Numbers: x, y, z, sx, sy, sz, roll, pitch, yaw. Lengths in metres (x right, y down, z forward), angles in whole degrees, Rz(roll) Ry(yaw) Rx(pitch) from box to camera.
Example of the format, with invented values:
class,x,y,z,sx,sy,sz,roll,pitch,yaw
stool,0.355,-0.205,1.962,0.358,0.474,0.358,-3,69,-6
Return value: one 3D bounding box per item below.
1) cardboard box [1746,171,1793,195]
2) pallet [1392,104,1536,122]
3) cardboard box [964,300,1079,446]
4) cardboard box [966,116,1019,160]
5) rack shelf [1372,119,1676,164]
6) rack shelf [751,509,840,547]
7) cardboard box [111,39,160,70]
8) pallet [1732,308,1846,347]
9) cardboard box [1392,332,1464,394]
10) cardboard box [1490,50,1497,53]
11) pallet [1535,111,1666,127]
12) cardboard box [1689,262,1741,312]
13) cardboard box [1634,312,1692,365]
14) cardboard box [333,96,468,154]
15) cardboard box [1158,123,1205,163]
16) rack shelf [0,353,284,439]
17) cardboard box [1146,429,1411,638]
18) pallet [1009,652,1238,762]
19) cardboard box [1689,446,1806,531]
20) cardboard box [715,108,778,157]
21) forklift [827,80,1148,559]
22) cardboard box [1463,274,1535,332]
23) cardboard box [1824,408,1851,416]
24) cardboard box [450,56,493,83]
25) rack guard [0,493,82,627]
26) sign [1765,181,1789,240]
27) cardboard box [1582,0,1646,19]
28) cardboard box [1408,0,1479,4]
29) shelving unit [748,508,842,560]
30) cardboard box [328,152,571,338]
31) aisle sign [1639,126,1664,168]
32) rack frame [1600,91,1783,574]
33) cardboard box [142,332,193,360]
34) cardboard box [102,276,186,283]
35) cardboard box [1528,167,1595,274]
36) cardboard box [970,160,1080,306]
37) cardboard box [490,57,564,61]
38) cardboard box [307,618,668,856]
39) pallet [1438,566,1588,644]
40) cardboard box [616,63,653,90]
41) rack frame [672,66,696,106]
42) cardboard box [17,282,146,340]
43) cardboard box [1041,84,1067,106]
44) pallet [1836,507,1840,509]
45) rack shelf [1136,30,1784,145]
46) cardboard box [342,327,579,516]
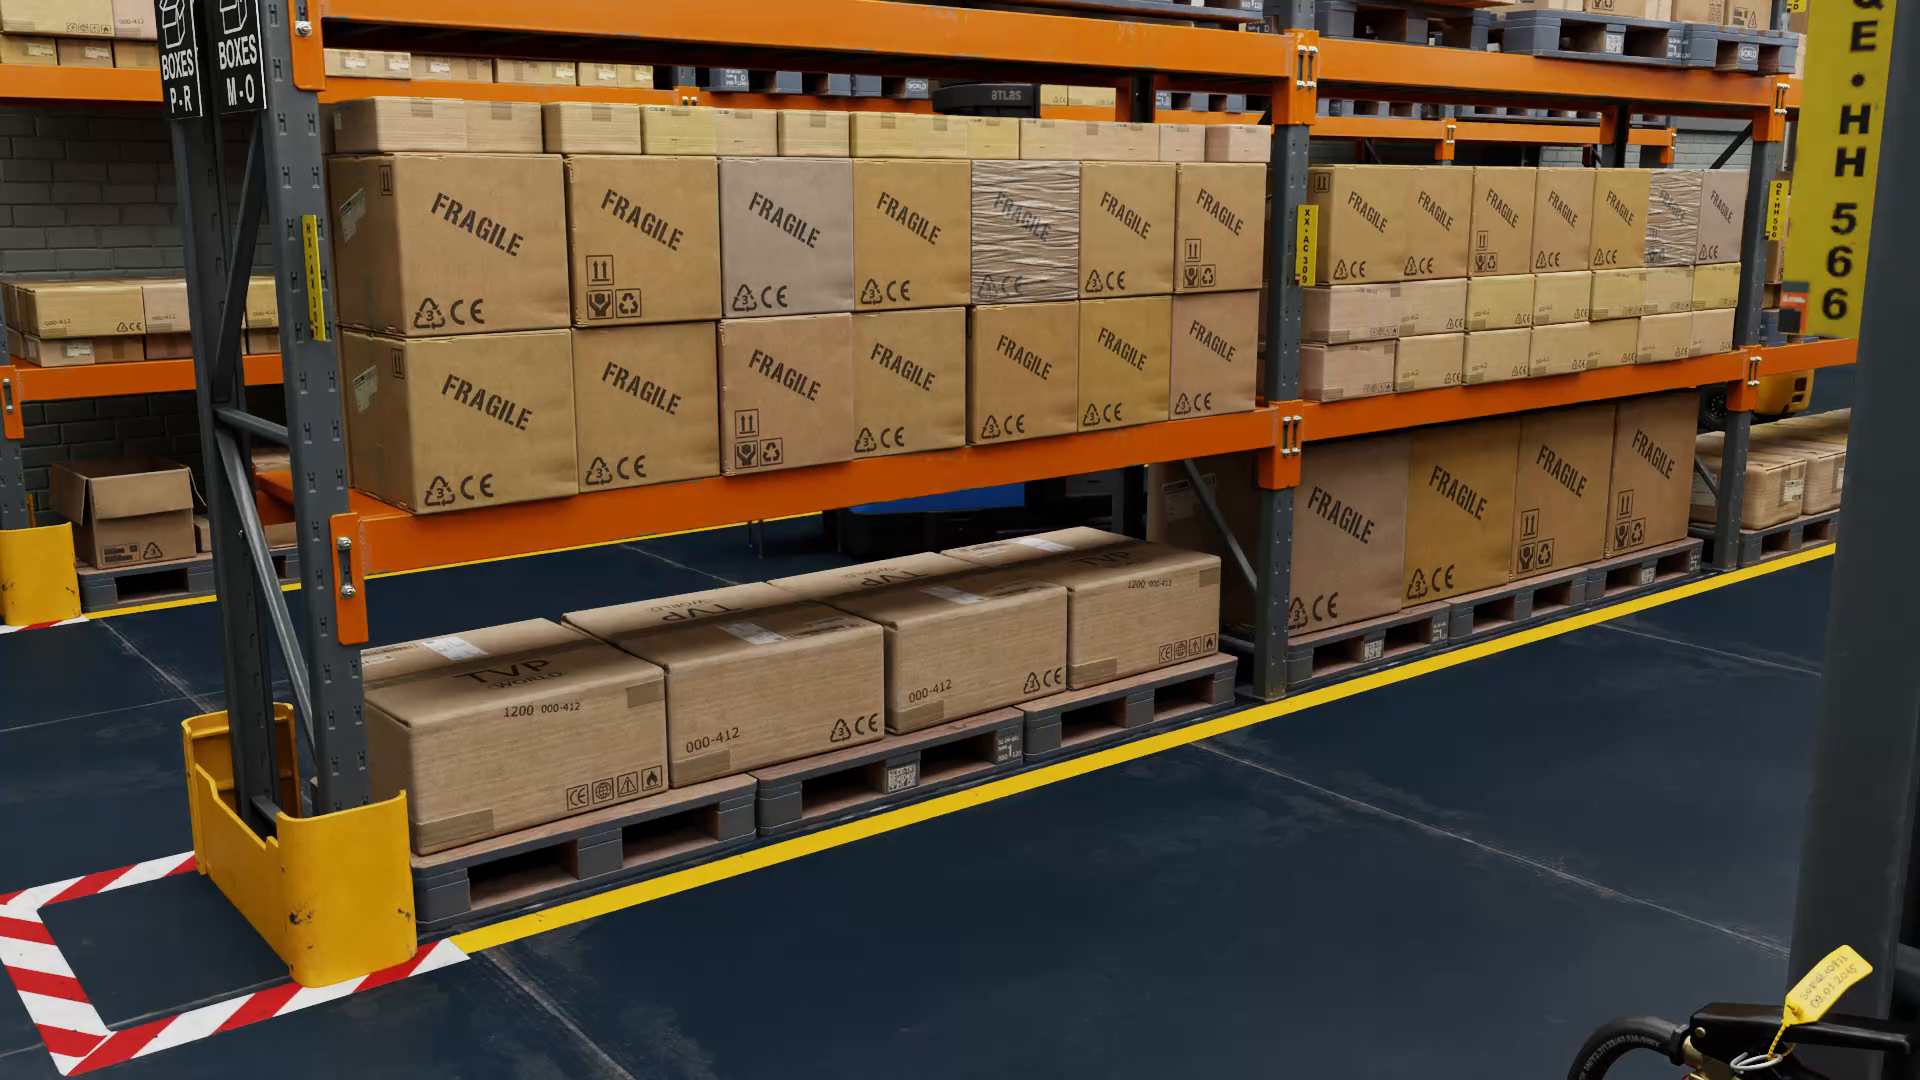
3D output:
class,x,y,z,sx,sy,sz,roll,pitch,yaw
cardboard box,5.301,-2.333,10.864,0.250,0.149,0.380,-10,16,-40
pallet,4.869,-4.220,16.273,1.213,0.211,1.003,-9,15,-38
cardboard box,0.092,-0.651,6.231,0.500,0.500,0.500,-10,15,-38
cardboard box,-0.003,-1.447,6.011,0.250,0.149,0.380,-10,15,-39
rack shelf,5.781,-4.056,17.020,4.000,0.370,1.077,-9,15,-38
rack shelf,-1.033,-0.269,10.254,0.480,0.518,0.431,-5,13,-17
cardboard box,-4.358,-2.541,8.757,0.250,0.149,0.380,-9,15,-37
pallet,4.689,-1.374,10.338,1.003,0.211,1.213,-9,15,-38
cardboard box,1.988,-0.847,7.757,0.500,0.250,0.500,-10,16,-39
cardboard box,5.806,-4.689,16.768,0.637,0.503,0.797,-9,15,-36
pallet,6.774,-4.537,17.764,1.213,0.211,1.003,-9,15,-38
cardboard box,3.980,-1.425,9.275,0.500,0.250,0.500,-10,15,-38
cardboard box,3.578,-1.108,8.985,0.500,0.250,0.500,-9,15,-37
cardboard box,-1.597,-1.176,4.736,0.250,0.149,0.380,-9,15,-36
cardboard box,0.761,-1.586,6.665,0.250,0.149,0.380,-9,15,-36
rack shelf,-3.589,-1.032,9.998,4.000,0.370,1.077,-9,15,-38
cardboard box,1.510,-0.098,7.974,0.875,0.875,0.875,-9,15,-36
pallet,0.433,0.611,7.241,1.213,0.211,1.003,-9,15,-38
cardboard box,4.647,-0.349,10.368,0.625,0.372,0.950,-11,16,-41
cardboard box,-0.796,-1.316,5.397,0.250,0.149,0.380,-9,15,-37
forklift,0.691,-1.466,10.477,3.031,2.935,1.130,-3,12,-15
cardboard box,2.396,-1.155,8.002,0.500,0.250,0.500,-9,15,-37
cardboard box,6.915,-0.728,12.152,0.625,0.372,0.950,-9,15,-37
cardboard box,-2.954,-2.767,9.823,0.250,0.149,0.380,-9,15,-36
rack guard,-5.092,0.089,9.007,0.348,0.500,1.175,-9,15,-38
sign,4.549,-1.834,9.259,0.005,0.325,0.100,-9,15,-38
cardboard box,3.004,-2.804,8.137,0.500,0.500,0.500,-9,15,-37
cardboard box,1.945,-2.628,7.308,0.500,0.500,0.500,-10,15,-39
shelving unit,-1.047,-0.967,10.101,0.503,2.100,0.431,-5,13,-17
cardboard box,-1.495,-0.874,4.874,0.500,0.500,0.500,-10,15,-39
aisle sign,7.577,-4.433,18.025,0.004,0.787,0.394,-9,15,-38
rack frame,4.200,-1.358,9.801,0.127,3.000,1.000,-9,15,-38
cardboard box,-4.370,-1.080,9.097,0.250,0.149,0.380,-10,15,-38
cardboard box,-4.554,-1.366,9.484,0.500,0.250,0.500,-9,15,-37
cardboard box,2.772,-1.590,8.249,0.500,0.500,0.500,-10,15,-39
cardboard box,0.087,-1.139,6.121,0.500,0.500,0.500,-9,15,-37
cardboard box,-2.647,-3.010,10.007,0.500,0.250,0.500,-10,16,-40
cardboard box,-1.594,0.626,5.614,0.875,0.438,0.875,-10,16,-40
pallet,2.585,0.254,8.925,1.213,0.211,1.003,-9,15,-38
cardboard box,-2.124,-2.893,10.415,0.250,0.149,0.380,-10,15,-38
rack frame,-2.028,-1.643,11.146,0.127,3.000,1.000,-9,15,-38
cardboard box,-4.629,-1.212,8.758,0.500,0.250,0.500,-9,15,-37
cardboard box,0.455,-3.385,12.487,0.500,0.250,0.500,-9,15,-37
pallet,5.763,-0.252,11.308,1.213,0.211,1.003,-9,15,-38
rack shelf,2.638,-2.214,8.342,4.000,0.370,1.077,-9,15,-38
cardboard box,-1.493,-0.384,4.976,0.500,0.500,0.500,-10,15,-38
